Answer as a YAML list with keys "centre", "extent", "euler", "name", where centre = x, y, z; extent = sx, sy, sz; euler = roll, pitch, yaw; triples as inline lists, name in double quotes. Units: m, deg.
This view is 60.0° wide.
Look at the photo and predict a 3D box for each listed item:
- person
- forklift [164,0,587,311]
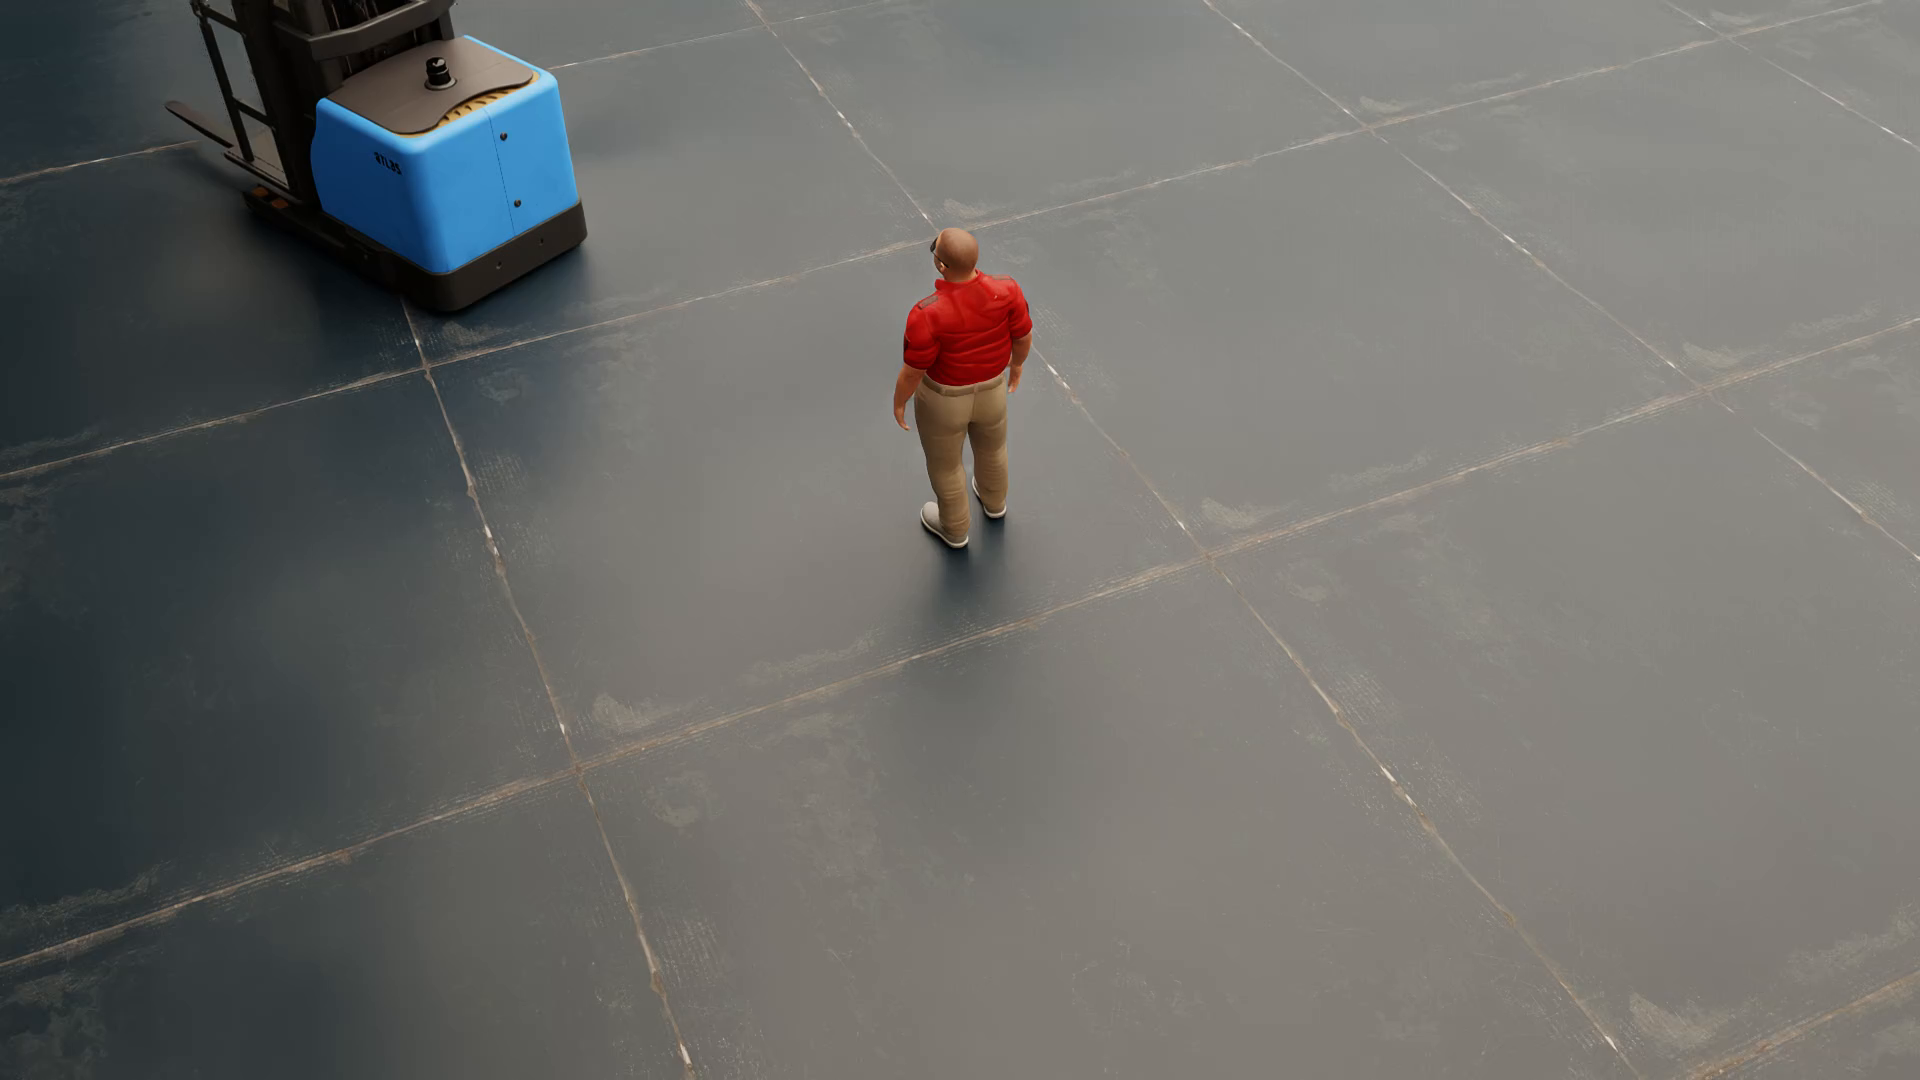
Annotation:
- centre: [-0.026, -0.696, 7.297]
  extent: [0.640, 1.727, 0.551]
  euler: [-18, 46, -18]
  name: "person"
- centre: [-3.613, -3.165, 9.071]
  extent: [3.031, 2.935, 1.130]
  euler: [29, 50, 28]
  name: "forklift"
